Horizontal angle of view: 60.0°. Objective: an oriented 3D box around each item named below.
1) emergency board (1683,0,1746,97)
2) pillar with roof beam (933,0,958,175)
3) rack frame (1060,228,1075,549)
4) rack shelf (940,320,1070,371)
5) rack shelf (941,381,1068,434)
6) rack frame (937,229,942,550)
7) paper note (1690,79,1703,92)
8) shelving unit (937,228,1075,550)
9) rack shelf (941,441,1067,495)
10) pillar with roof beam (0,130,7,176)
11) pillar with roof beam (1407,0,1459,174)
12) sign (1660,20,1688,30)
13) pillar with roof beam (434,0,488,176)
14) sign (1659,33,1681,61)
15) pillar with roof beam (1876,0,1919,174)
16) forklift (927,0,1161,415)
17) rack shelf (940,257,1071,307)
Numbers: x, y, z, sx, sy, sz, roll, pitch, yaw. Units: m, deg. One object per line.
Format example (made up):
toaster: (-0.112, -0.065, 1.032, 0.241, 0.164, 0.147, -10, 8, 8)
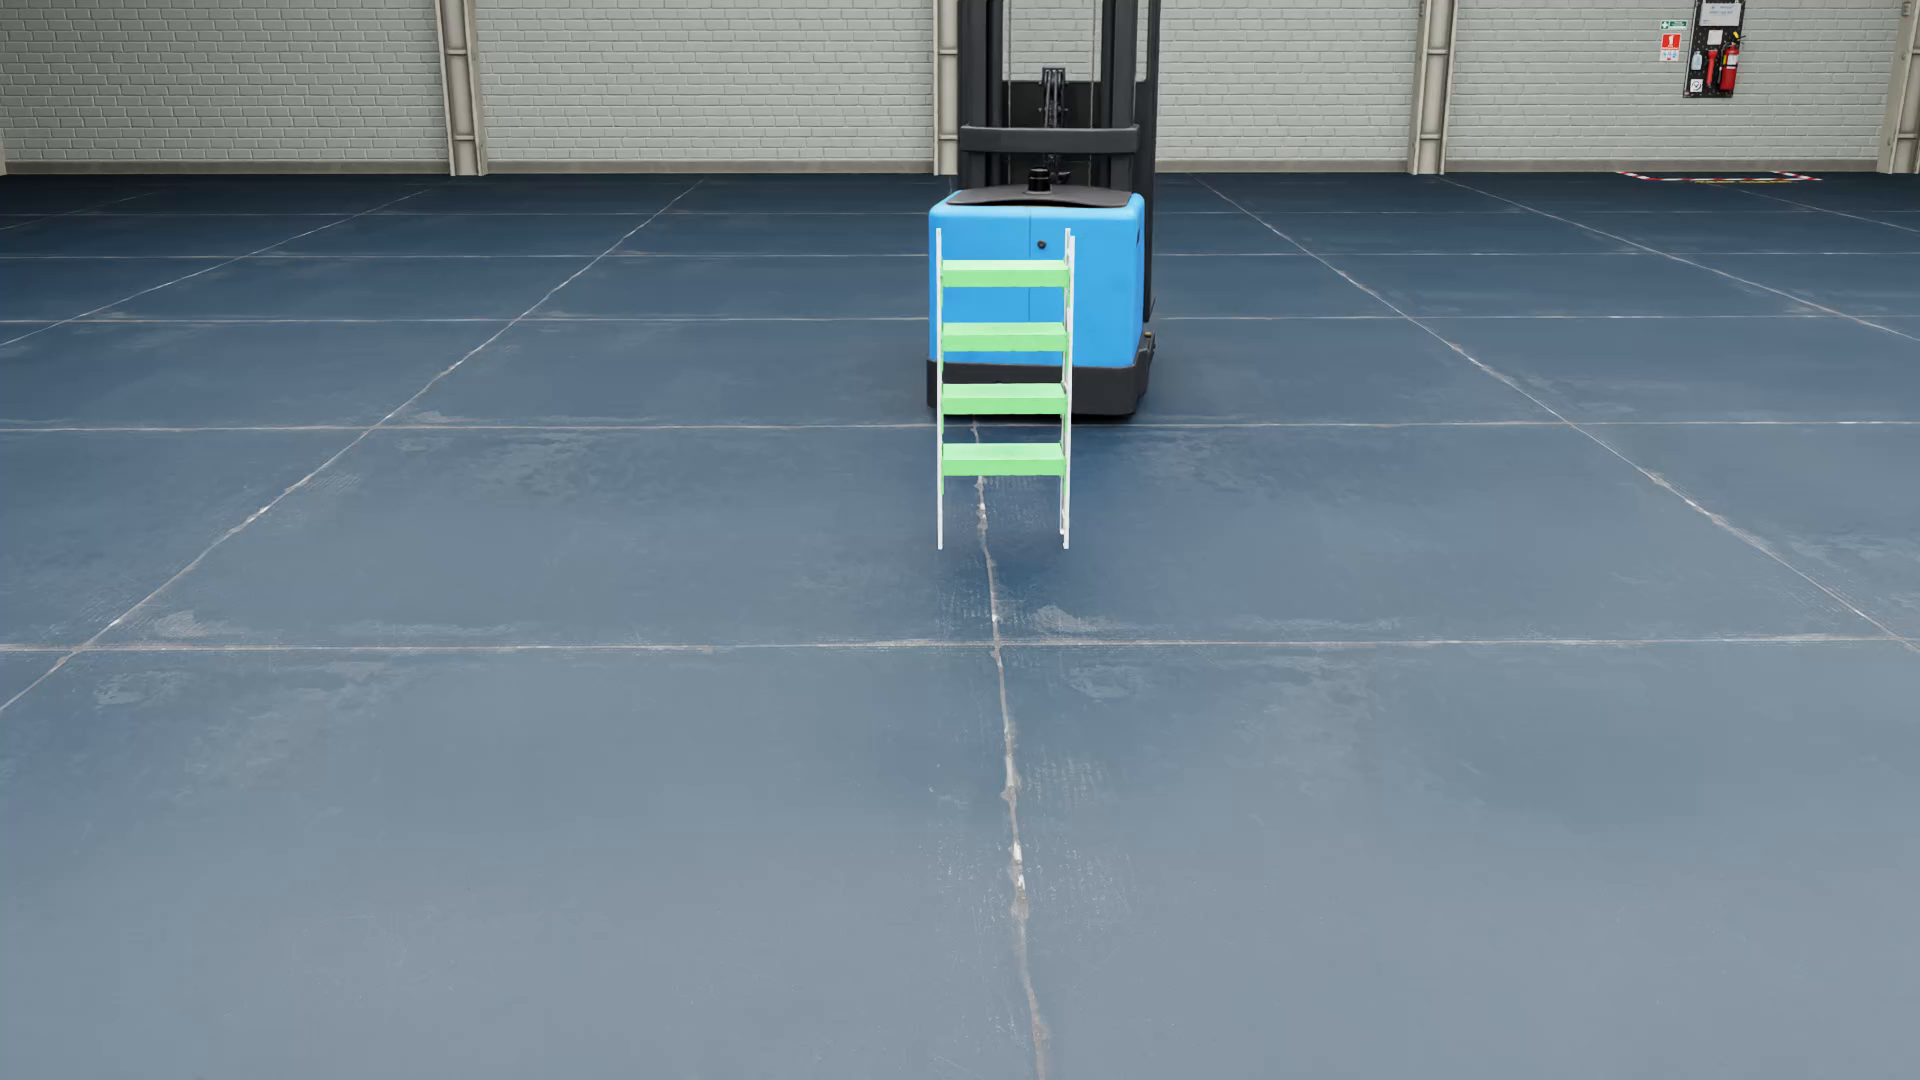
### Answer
emergency board: (9.394, -6.085, 20.606, 0.643, 1.169, 0.194, 0, 18, -1)
pillar with roof beam: (-0.065, -7.569, 15.411, 0.400, 9.000, 9.100, 0, 18, -1)
rack frame: (0.409, -0.573, 6.370, 0.015, 1.200, 0.240, 0, 18, -1)
rack shelf: (0.166, -0.740, 6.313, 0.480, 0.148, 0.258, 0, 18, -1)
rack shelf: (0.166, -0.511, 6.386, 0.480, 0.148, 0.258, 0, 18, -1)
rack frame: (-0.078, -0.571, 6.363, 0.015, 1.200, 0.240, 0, 18, -1)
paper note: (9.215, -5.686, 20.804, 0.142, 0.148, 0.016, 0, 18, -1)
shelving unit: (0.166, -0.572, 6.367, 0.503, 1.200, 0.258, 0, 18, -1)
rack shelf: (0.166, -0.283, 6.460, 0.480, 0.148, 0.258, 0, 18, -1)
pillar with roof beam: (-12.064, -7.511, 15.231, 0.400, 9.000, 9.100, 0, 18, -1)
pillar with roof beam: (5.934, -7.598, 15.502, 0.400, 9.000, 9.100, 0, 18, -1)
sign: (8.844, -6.381, 20.601, 0.331, 0.109, 0.001, 0, 18, -1)
pillar with roof beam: (-6.065, -7.540, 15.321, 0.400, 9.000, 9.100, 0, 18, -1)
sign: (8.839, -6.131, 20.691, 0.234, 0.329, 0.001, 0, 18, -1)
pillar with roof beam: (11.933, -7.627, 15.592, 0.400, 9.000, 9.100, 0, 18, -1)
forklift: (0.567, -2.421, 9.297, 1.130, 2.935, 3.031, 3, 18, 8)
rack shelf: (0.166, -0.968, 6.240, 0.480, 0.148, 0.258, 0, 18, -1)
